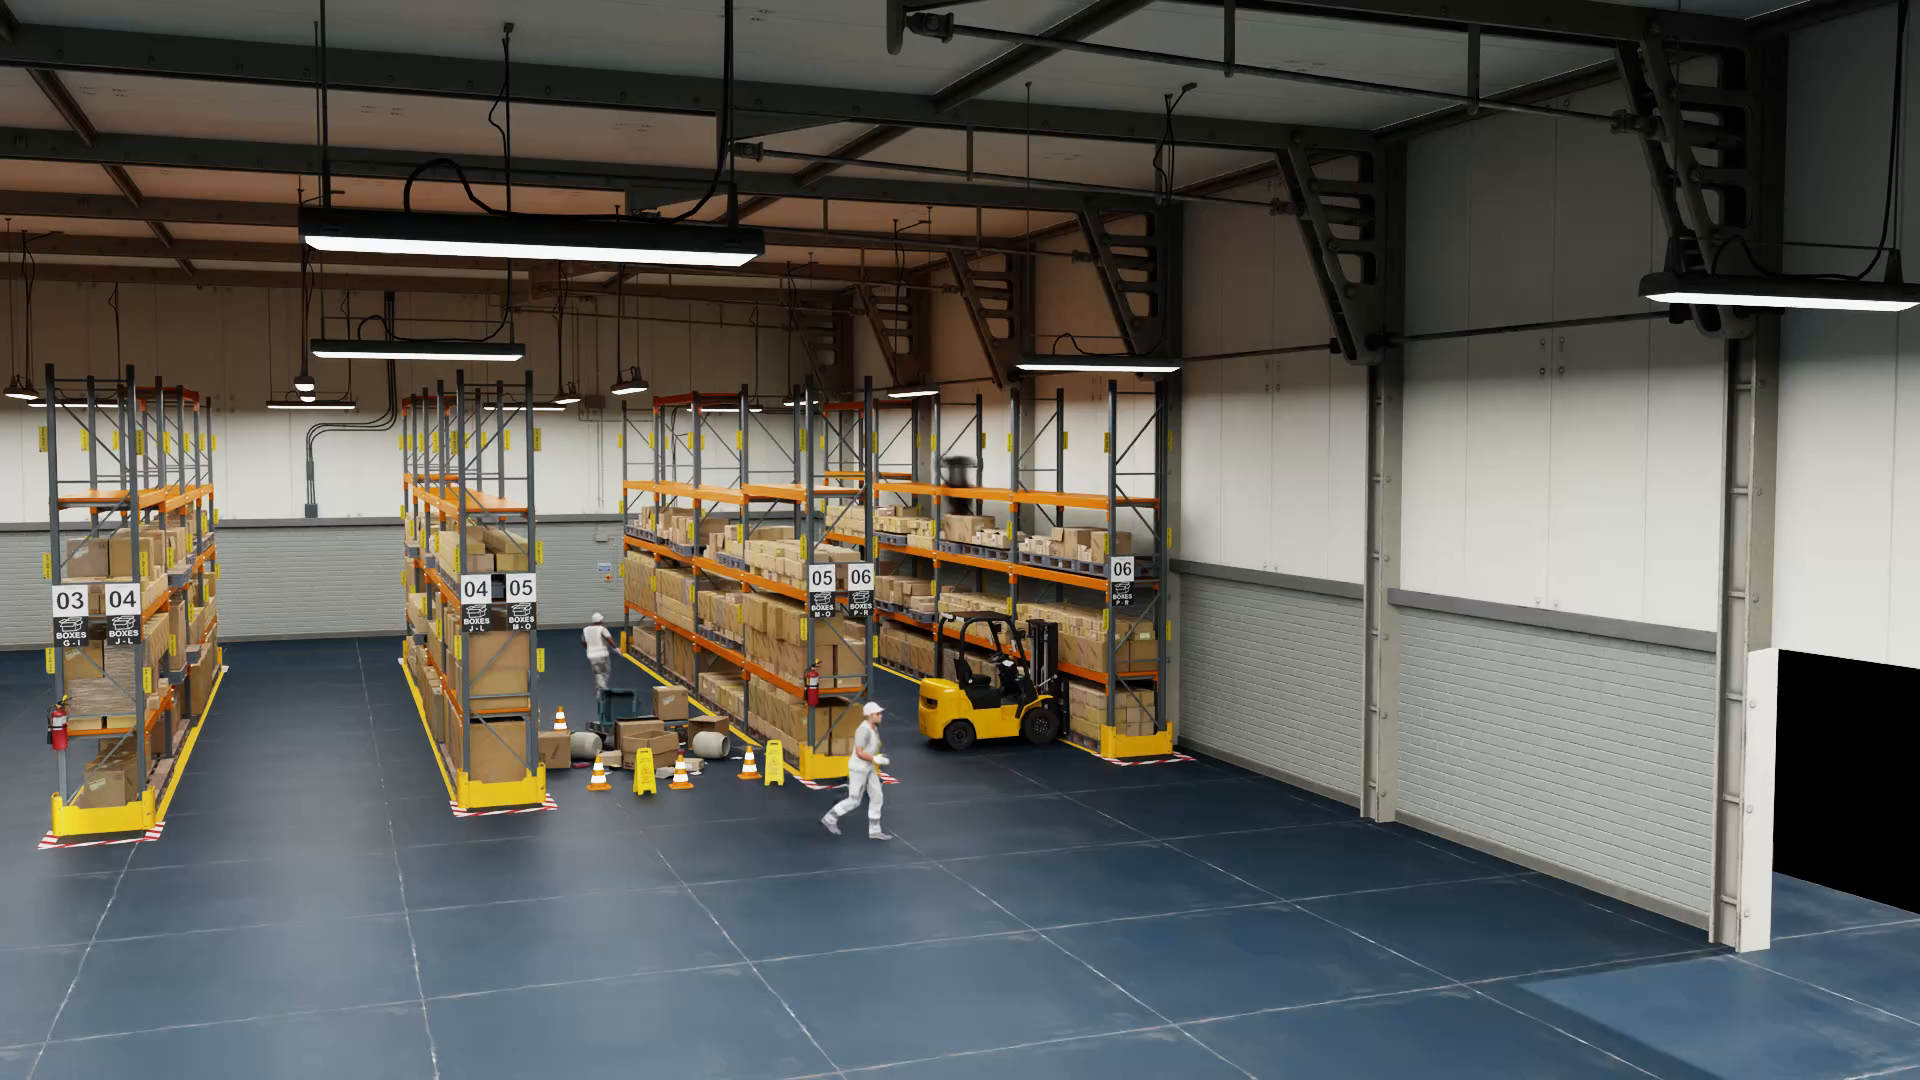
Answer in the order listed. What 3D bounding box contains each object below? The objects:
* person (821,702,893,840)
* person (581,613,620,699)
[{"bbox_3d":[-1.293,2.903,20.956,0.930,1.752,0.674,1,4,18],"label":"person"},{"bbox_3d":[-7.031,2.285,32.440,0.803,1.707,0.640,0,3,3],"label":"person"}]
